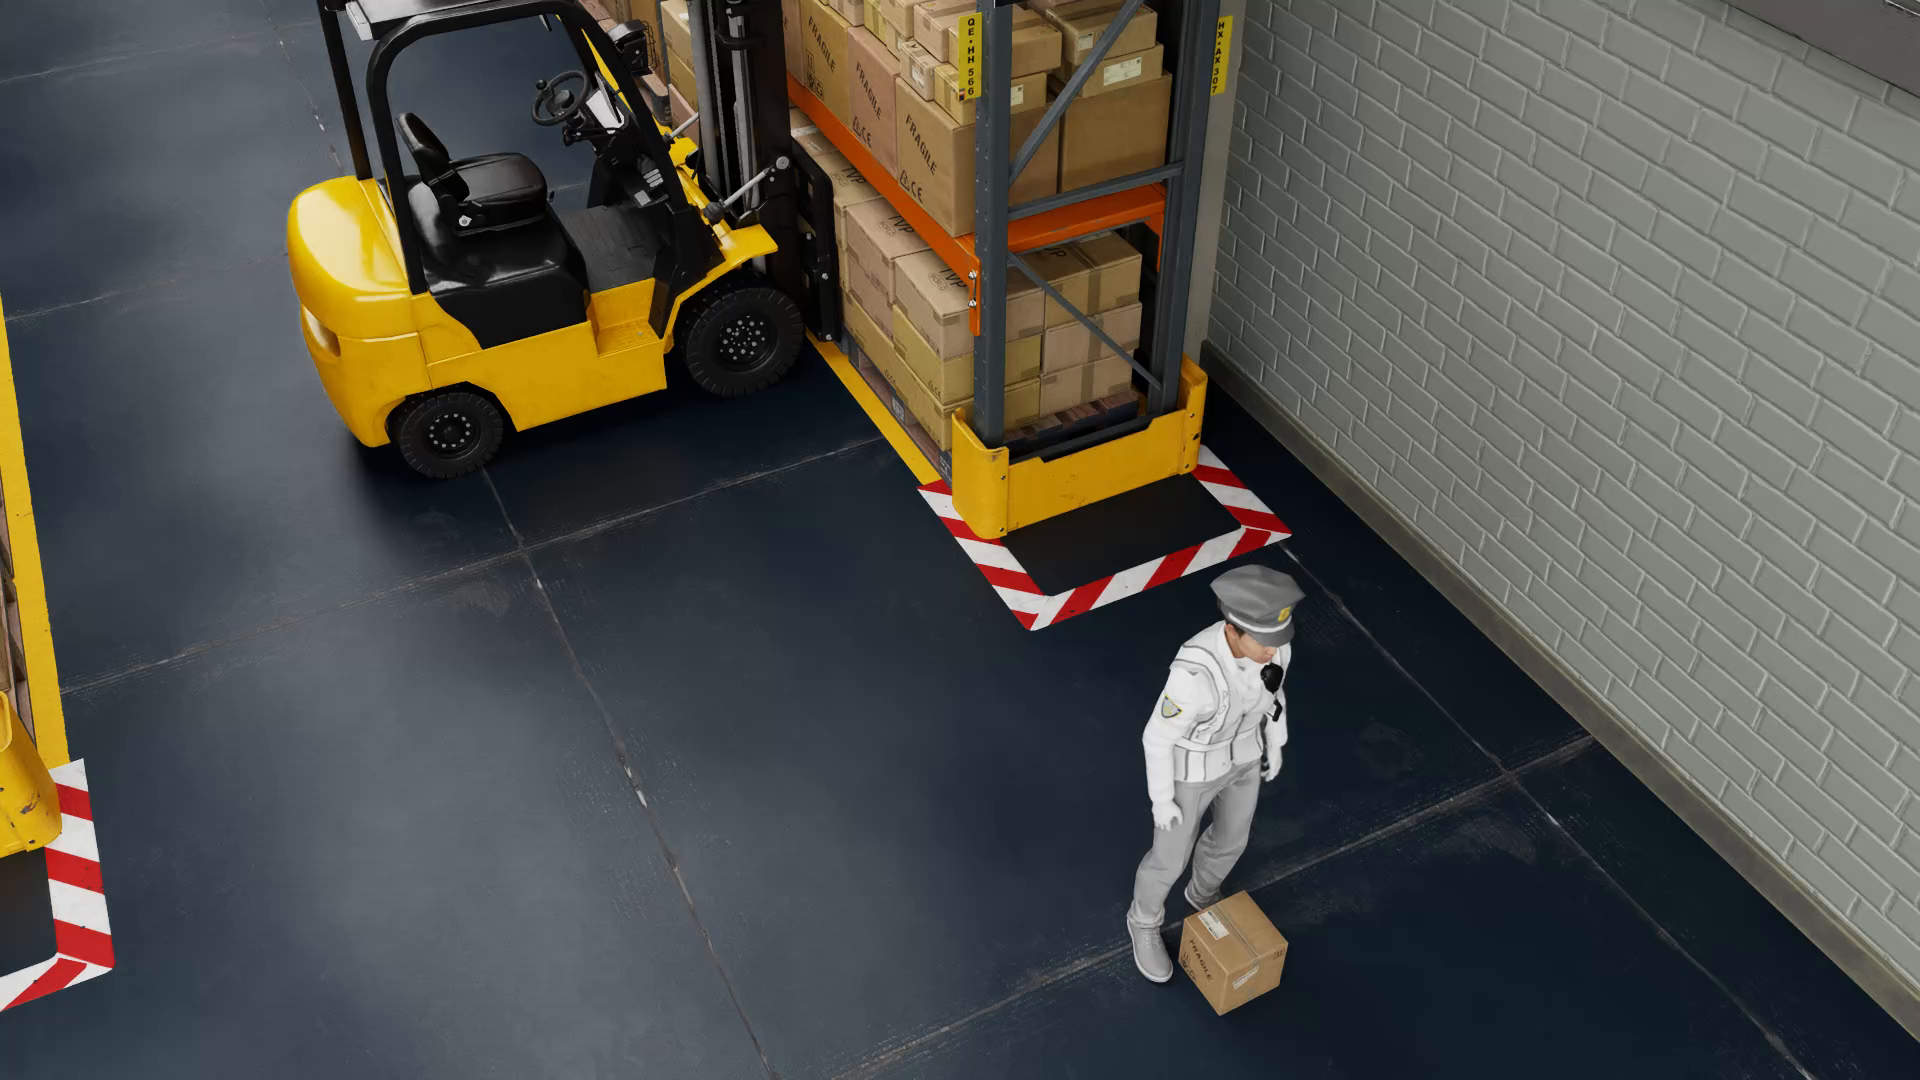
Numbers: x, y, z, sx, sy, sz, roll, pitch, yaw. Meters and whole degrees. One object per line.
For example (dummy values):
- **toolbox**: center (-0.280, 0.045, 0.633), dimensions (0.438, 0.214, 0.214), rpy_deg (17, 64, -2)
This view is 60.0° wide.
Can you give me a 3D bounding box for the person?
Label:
- **person**: center (0.813, 0.727, 5.332), dimensions (0.547, 1.667, 0.370), rpy_deg (-21, 46, -22)
